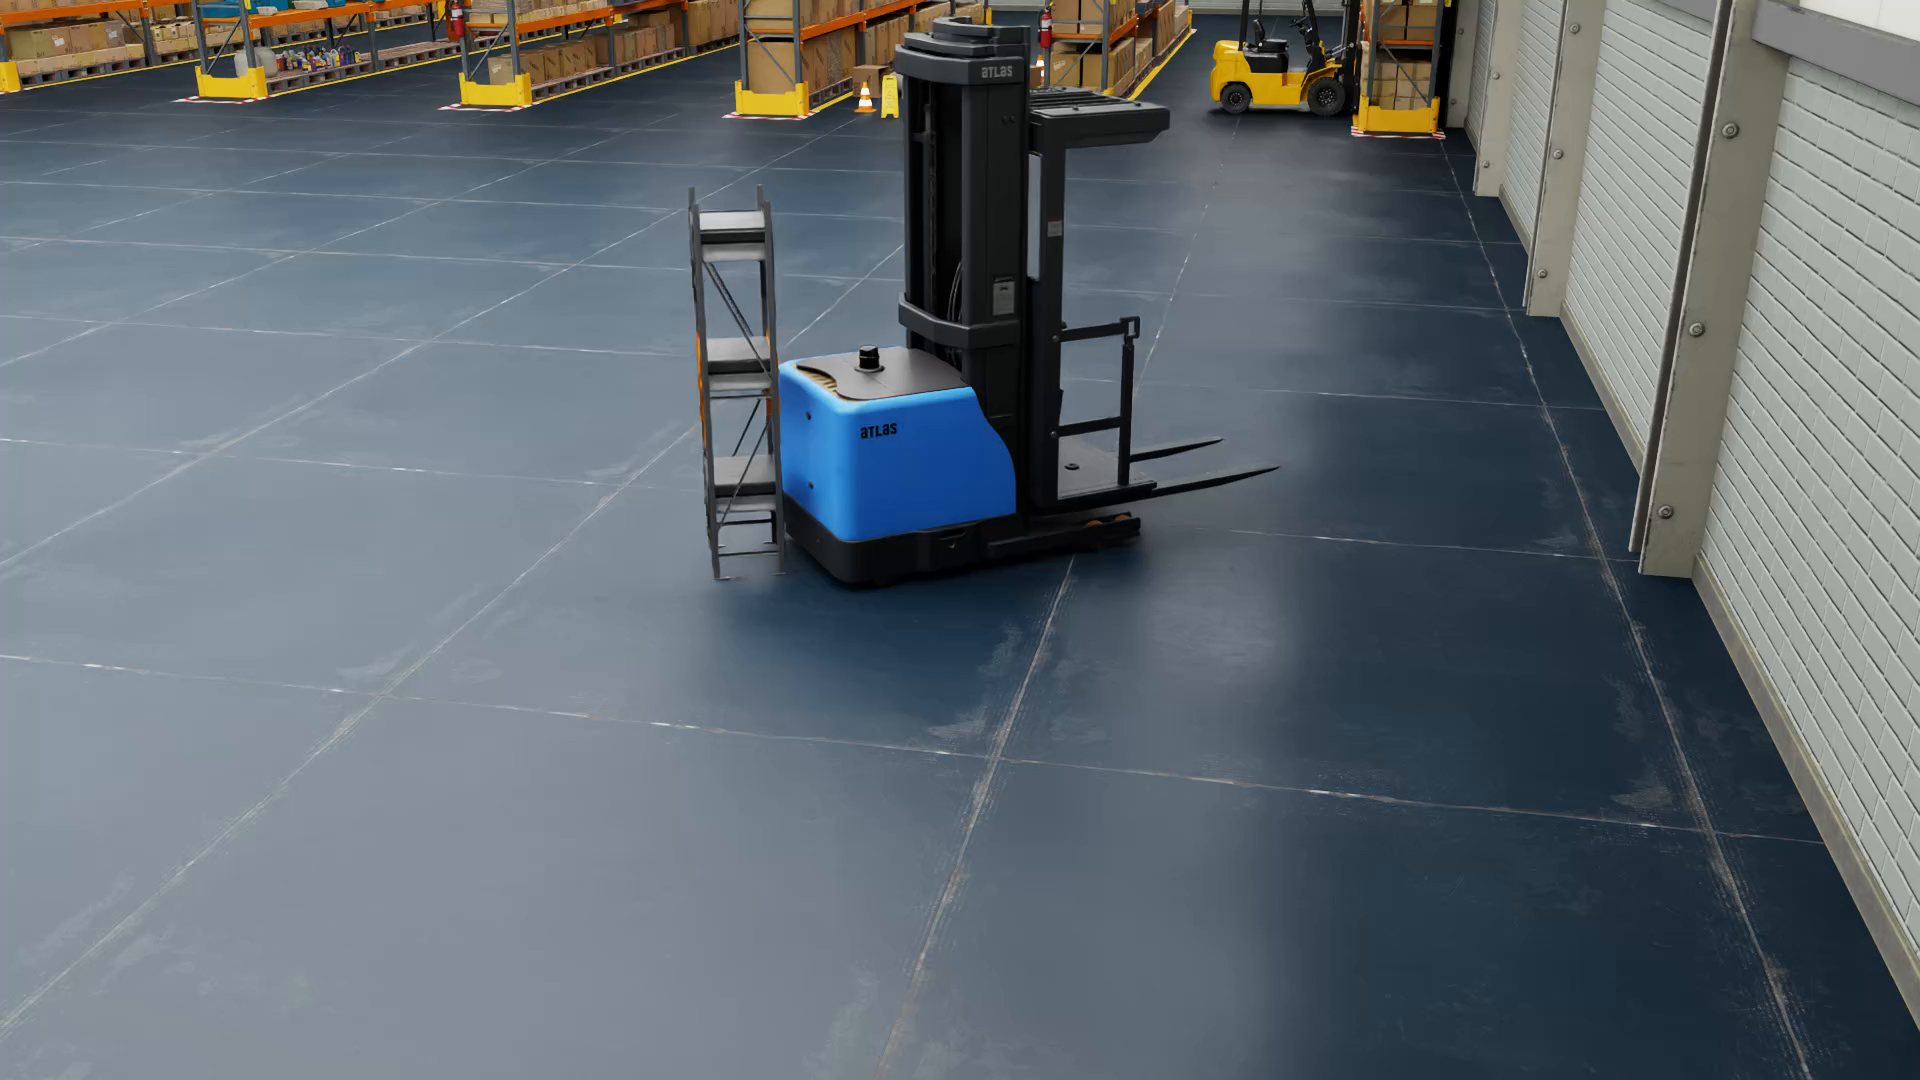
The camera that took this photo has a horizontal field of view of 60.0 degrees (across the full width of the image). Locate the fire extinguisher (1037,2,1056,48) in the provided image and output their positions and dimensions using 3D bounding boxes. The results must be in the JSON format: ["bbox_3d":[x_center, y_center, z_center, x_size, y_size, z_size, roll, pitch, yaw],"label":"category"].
[{"bbox_3d":[1.339,-7.992,25.785,0.296,0.674,0.183,4,22,11],"label":"fire extinguisher"}]

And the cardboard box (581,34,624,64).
[{"bbox_3d":[-6.926,-9.520,32.233,0.700,0.500,0.500,3,22,7],"label":"cardboard box"}]

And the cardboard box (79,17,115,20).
[{"bbox_3d":[-17.170,-10.130,33.107,0.500,0.500,0.500,4,22,11],"label":"cardboard box"}]

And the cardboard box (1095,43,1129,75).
[{"bbox_3d":[2.566,-8.155,28.201,0.500,0.500,0.500,6,23,14],"label":"cardboard box"}]

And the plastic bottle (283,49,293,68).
[{"bbox_3d":[-12.655,-9.049,31.264,0.144,0.351,0.185,5,23,13],"label":"plastic bottle"}]

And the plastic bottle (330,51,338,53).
[{"bbox_3d":[-11.959,-9.245,31.851,0.152,0.276,0.135,4,22,11],"label":"plastic bottle"}]

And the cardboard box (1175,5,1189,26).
[{"bbox_3d":[5.041,-12.643,40.098,0.875,0.438,0.875,4,22,9],"label":"cardboard box"}]

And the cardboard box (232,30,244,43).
[{"bbox_3d":[-15.923,-10.991,36.248,0.500,0.250,0.500,4,22,10],"label":"cardboard box"}]

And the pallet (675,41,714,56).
[{"bbox_3d":[-6.021,-10.704,36.150,1.003,0.211,1.213,4,22,11],"label":"pallet"}]

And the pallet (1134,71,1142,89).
[{"bbox_3d":[2.787,-8.488,30.648,1.003,0.211,1.213,4,22,11],"label":"pallet"}]

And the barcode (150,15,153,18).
[{"bbox_3d":[-16.310,-10.560,33.532,0.001,0.075,0.075,4,22,11],"label":"barcode"}]

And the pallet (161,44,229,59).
[{"bbox_3d":[-16.410,-10.435,35.482,1.003,0.211,1.213,4,22,11],"label":"pallet"}]

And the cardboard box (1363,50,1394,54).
[{"bbox_3d":[6.764,-7.790,26.960,0.500,0.250,0.500,4,22,10],"label":"cardboard box"}]

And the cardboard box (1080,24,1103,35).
[{"bbox_3d":[2.085,-8.026,26.103,0.380,0.149,0.250,5,22,11],"label":"cardboard box"}]

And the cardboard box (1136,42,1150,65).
[{"bbox_3d":[3.178,-9.459,32.281,0.950,0.372,0.625,4,22,10],"label":"cardboard box"}]

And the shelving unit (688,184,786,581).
[{"bbox_3d":[-1.222,-0.851,9.155,0.431,2.100,0.503,-4,22,-10],"label":"shelving unit"}]

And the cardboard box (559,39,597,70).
[{"bbox_3d":[-7.193,-9.145,31.328,0.500,0.500,0.500,4,22,9],"label":"cardboard box"}]

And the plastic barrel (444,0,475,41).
[{"bbox_3d":[-11.022,-11.461,36.639,0.600,0.830,0.708,4,22,11],"label":"plastic barrel"}]

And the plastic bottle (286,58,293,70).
[{"bbox_3d":[-12.559,-8.916,31.135,0.097,0.201,0.097,0,22,0],"label":"plastic bottle"}]

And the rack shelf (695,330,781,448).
[{"bbox_3d":[-1.222,-0.838,9.160,0.431,0.518,0.480,-4,22,-10],"label":"rack shelf"}]

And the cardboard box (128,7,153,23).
[{"bbox_3d":[-20.171,-12.936,40.273,0.750,0.750,0.750,5,23,13],"label":"cardboard box"}]

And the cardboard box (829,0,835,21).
[{"bbox_3d":[-2.626,-9.178,28.427,0.875,0.550,0.500,4,22,11],"label":"cardboard box"}]

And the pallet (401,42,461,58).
[{"bbox_3d":[-11.301,-10.519,35.690,1.003,0.211,1.213,4,22,11],"label":"pallet"}]

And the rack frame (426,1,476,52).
[{"bbox_3d":[-11.105,-12.093,35.865,1.000,3.000,0.127,4,22,11],"label":"rack frame"}]

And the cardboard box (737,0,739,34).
[{"bbox_3d":[-5.551,-12.152,38.293,1.225,0.875,0.875,5,22,11],"label":"cardboard box"}]

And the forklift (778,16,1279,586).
[{"bbox_3d":[0.495,-1.471,9.583,3.031,2.935,1.130,-10,24,-24],"label":"forklift"}]

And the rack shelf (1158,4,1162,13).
[{"bbox_3d":[3.854,-11.358,35.002,1.077,0.370,4.000,4,22,11],"label":"rack shelf"}]

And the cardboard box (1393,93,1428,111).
[{"bbox_3d":[6.965,-6.741,25.695,0.500,0.250,0.500,5,22,11],"label":"cardboard box"}]

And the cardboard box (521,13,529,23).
[{"bbox_3d":[-7.527,-8.849,28.147,0.380,0.149,0.250,4,22,11],"label":"cardboard box"}]

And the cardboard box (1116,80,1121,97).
[{"bbox_3d":[2.360,-7.414,27.364,0.500,0.250,0.500,5,23,13],"label":"cardboard box"}]

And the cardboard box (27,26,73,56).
[{"bbox_3d":[-17.069,-9.359,31.192,0.500,0.500,0.500,4,22,11],"label":"cardboard box"}]

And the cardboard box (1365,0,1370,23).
[{"bbox_3d":[7.143,-9.024,28.111,0.500,0.500,0.500,4,22,9],"label":"cardboard box"}]

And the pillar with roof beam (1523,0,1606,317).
[{"bbox_3d":[1.035,-6.565,14.110,9.100,9.000,0.400,4,22,11],"label":"pillar with roof beam"}]

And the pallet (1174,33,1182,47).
[{"bbox_3d":[4.494,-11.401,37.881,1.003,0.211,1.213,4,22,11],"label":"pallet"}]

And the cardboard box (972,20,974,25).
[{"bbox_3d":[0.113,-12.410,39.907,0.380,0.149,0.250,5,22,12],"label":"cardboard box"}]

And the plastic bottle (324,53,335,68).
[{"bbox_3d":[-11.912,-9.066,31.405,0.152,0.276,0.135,5,22,12],"label":"plastic bottle"}]

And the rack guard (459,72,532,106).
[{"bbox_3d":[-7.873,-7.658,28.199,1.175,0.500,0.348,4,22,11],"label":"rack guard"}]

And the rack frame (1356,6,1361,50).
[{"bbox_3d":[9.122,-12.046,35.748,1.000,3.000,0.127,4,22,11],"label":"rack frame"}]

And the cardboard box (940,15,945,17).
[{"bbox_3d":[-0.614,-11.321,36.732,0.500,0.500,0.500,4,22,10],"label":"cardboard box"}]

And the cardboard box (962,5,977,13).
[{"bbox_3d":[0.200,-12.777,40.022,0.380,0.149,0.250,5,23,13],"label":"cardboard box"}]

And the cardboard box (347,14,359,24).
[{"bbox_3d":[-14.957,-12.777,40.321,0.500,0.500,0.500,4,22,11],"label":"cardboard box"}]

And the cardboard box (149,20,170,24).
[{"bbox_3d":[-16.763,-10.732,34.852,0.500,0.311,0.500,4,22,11],"label":"cardboard box"}]

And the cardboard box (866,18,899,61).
[{"bbox_3d":[-1.808,-9.916,32.908,1.050,0.750,0.750,5,22,12],"label":"cardboard box"}]

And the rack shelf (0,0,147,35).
[{"bbox_3d":[-17.177,-9.944,31.492,1.077,0.370,4.000,4,22,11],"label":"rack shelf"}]

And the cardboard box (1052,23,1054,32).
[{"bbox_3d":[1.623,-8.172,26.465,0.380,0.149,0.250,4,22,10],"label":"cardboard box"}]

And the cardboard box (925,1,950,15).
[{"bbox_3d":[-0.509,-11.855,37.053,0.500,0.250,0.500,4,22,9],"label":"cardboard box"}]

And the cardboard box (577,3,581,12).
[{"bbox_3d":[-7.120,-9.676,30.200,0.380,0.149,0.250,4,22,11],"label":"cardboard box"}]

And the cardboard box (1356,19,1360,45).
[{"bbox_3d":[8.803,-10.921,35.740,0.500,0.500,0.500,5,23,13],"label":"cardboard box"}]

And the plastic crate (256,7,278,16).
[{"bbox_3d":[-12.239,-9.348,29.401,0.298,0.136,0.250,4,22,11],"label":"plastic crate"}]

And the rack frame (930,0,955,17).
[{"bbox_3d":[-0.605,-12.763,37.529,1.000,3.000,0.127,4,22,11],"label":"rack frame"}]
